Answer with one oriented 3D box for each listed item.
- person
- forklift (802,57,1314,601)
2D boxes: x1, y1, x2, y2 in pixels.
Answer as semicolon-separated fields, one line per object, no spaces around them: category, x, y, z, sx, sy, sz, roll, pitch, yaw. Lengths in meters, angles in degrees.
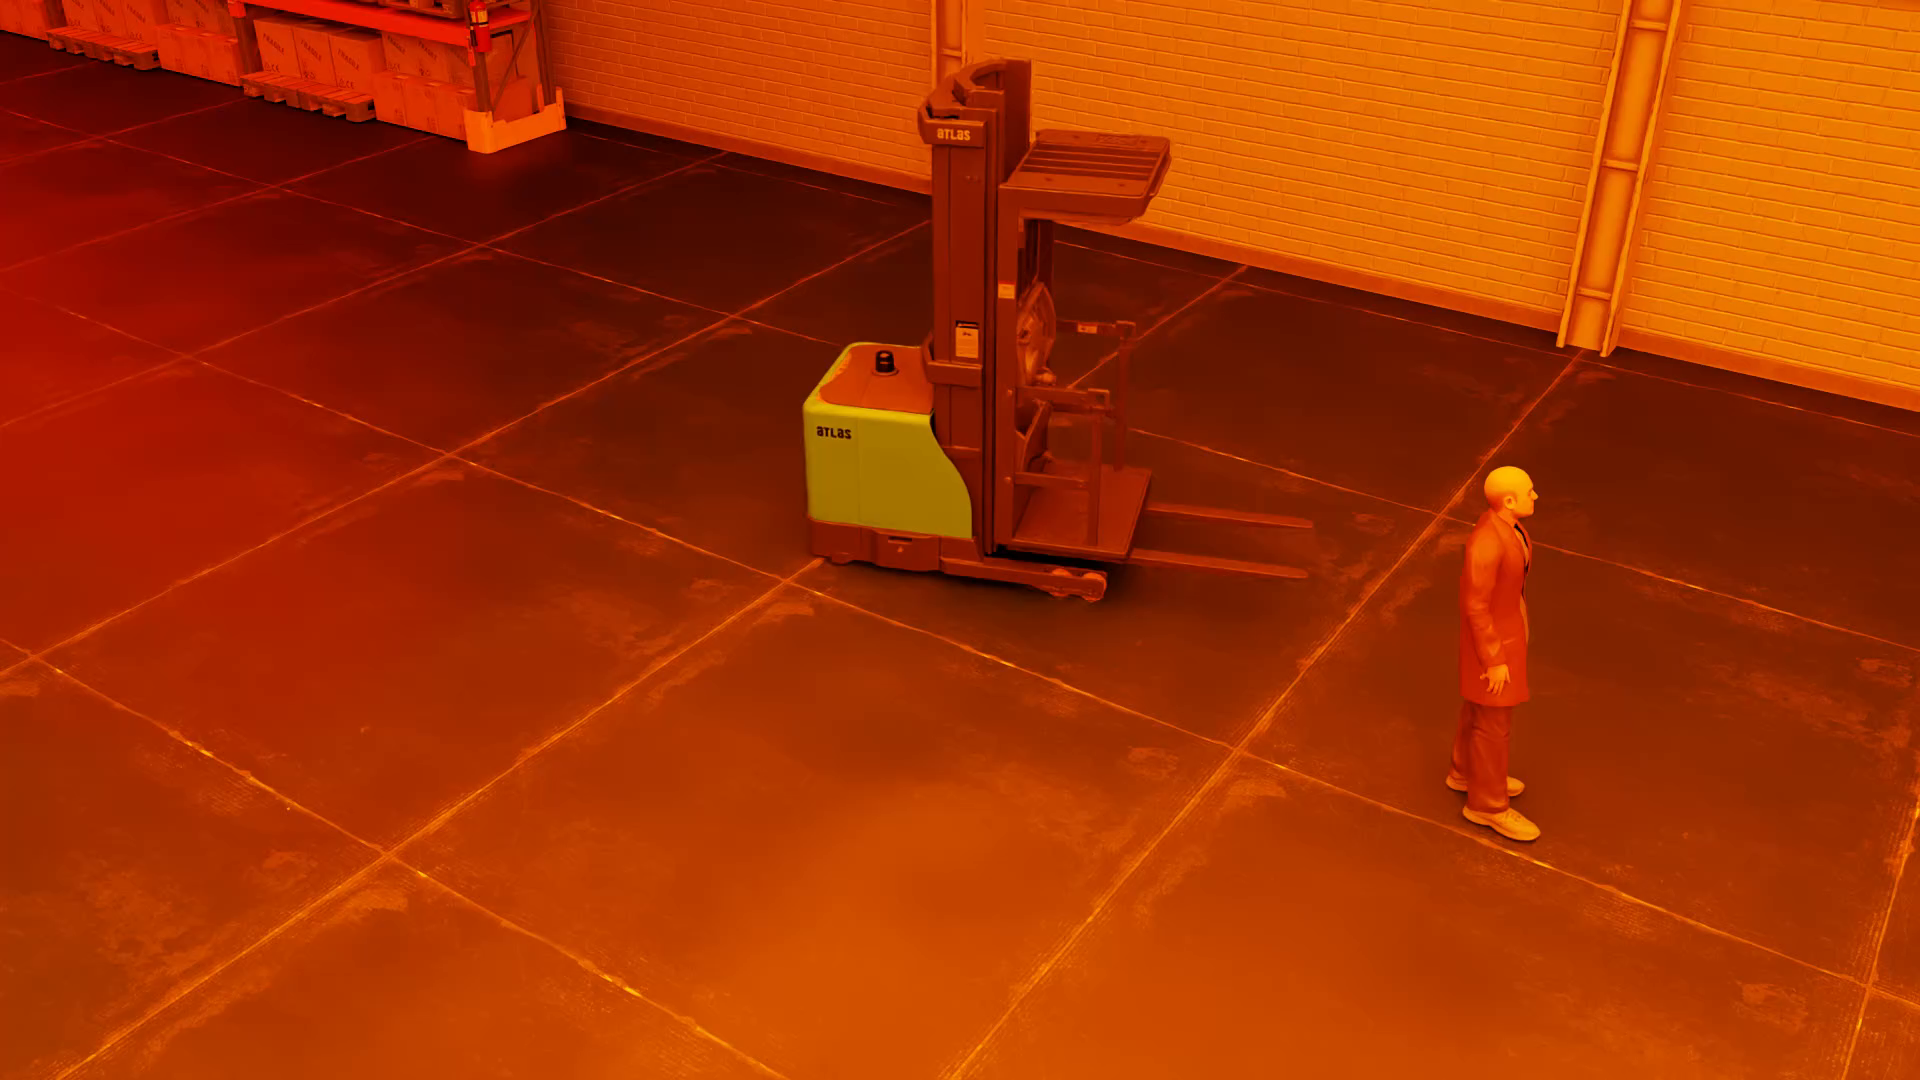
person;2.620;0.496;7.862;0.580;1.777;0.694;12;32;20
forklift;0.629;-1.198;9.644;3.031;2.935;1.130;7;31;12
